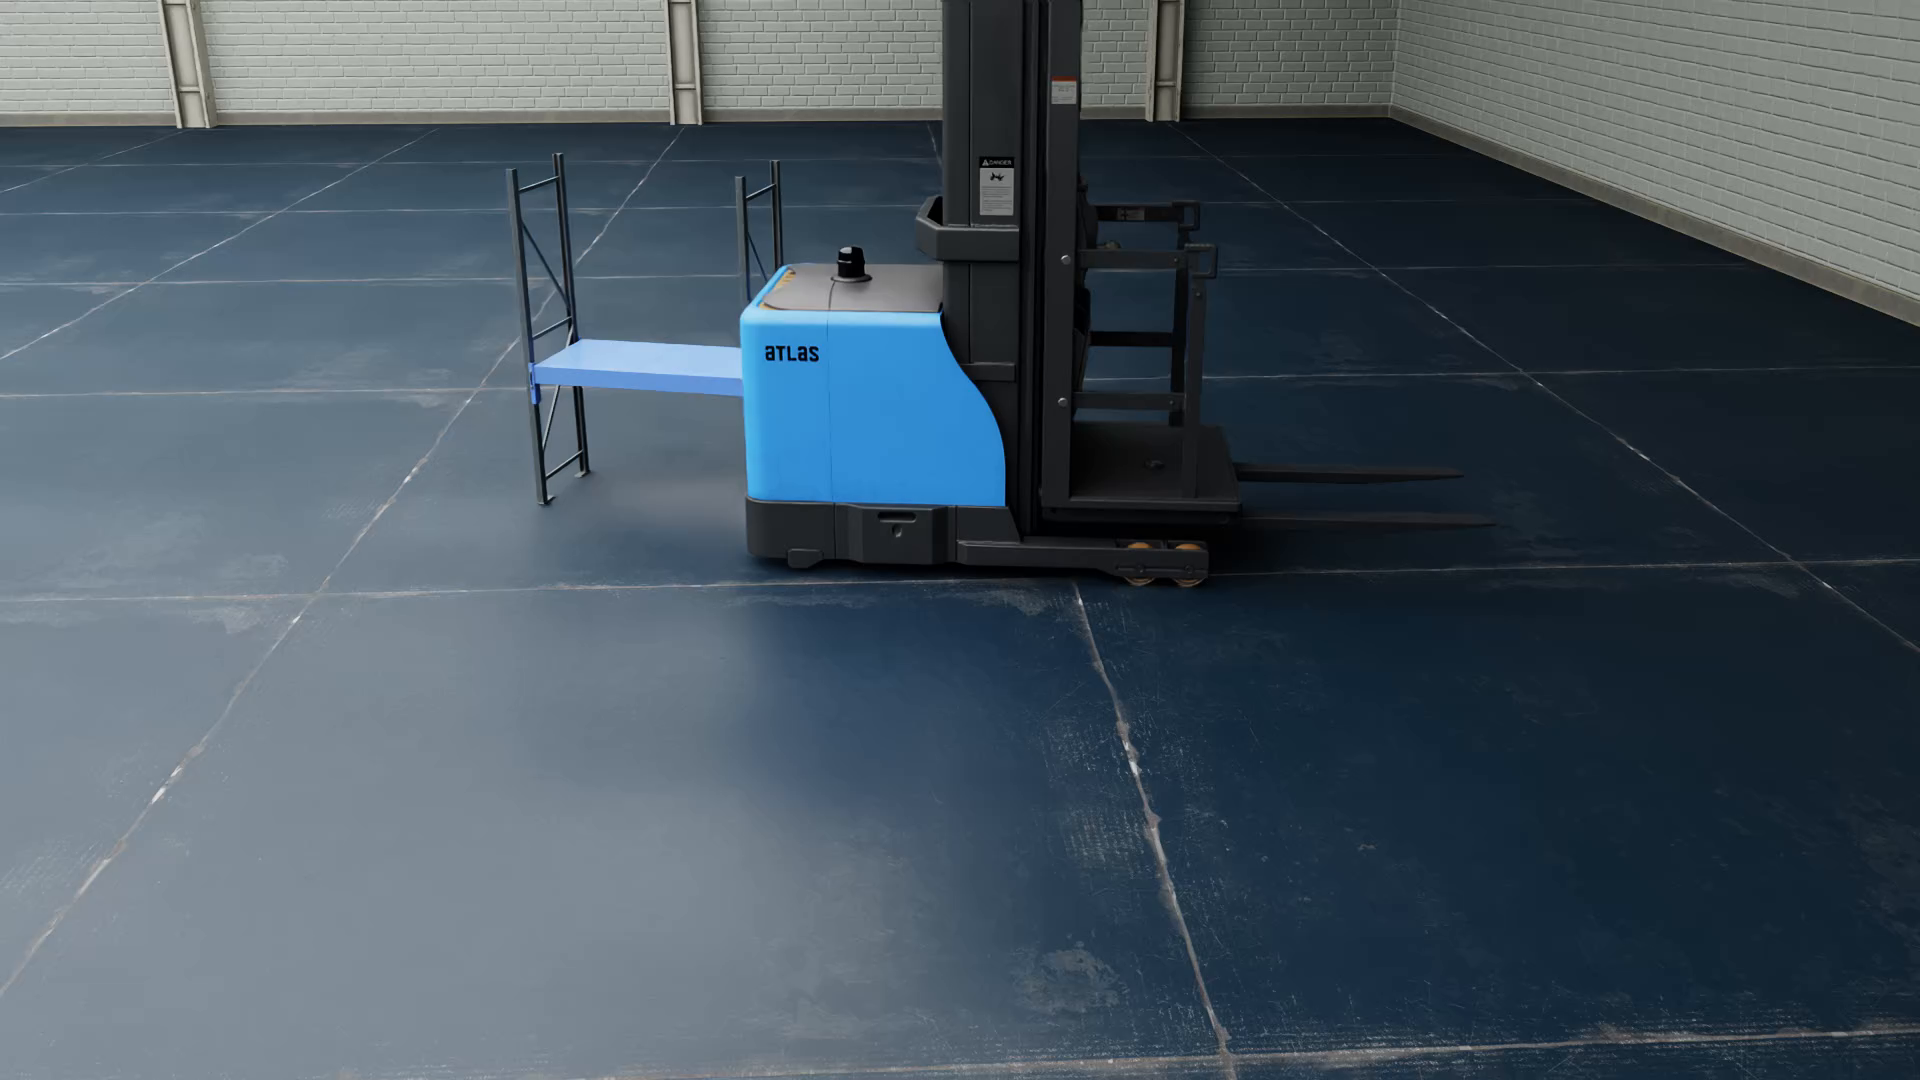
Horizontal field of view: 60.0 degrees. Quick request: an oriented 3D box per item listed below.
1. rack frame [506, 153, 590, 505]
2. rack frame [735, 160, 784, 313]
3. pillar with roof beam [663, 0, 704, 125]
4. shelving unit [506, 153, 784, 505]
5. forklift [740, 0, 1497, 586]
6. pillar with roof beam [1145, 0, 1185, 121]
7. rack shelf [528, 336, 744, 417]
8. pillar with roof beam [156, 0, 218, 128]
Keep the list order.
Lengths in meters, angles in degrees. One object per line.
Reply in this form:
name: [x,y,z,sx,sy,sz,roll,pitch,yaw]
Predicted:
rack frame: [-1.848,-0.946,7.499,0.032,1.500,0.500,4,21,11]
rack frame: [-0.854,-0.870,7.298,0.032,1.500,0.500,4,21,11]
pillar with roof beam: [-3.169,-7.903,15.231,0.400,9.000,9.100,-1,21,-3]
shelving unit: [-1.351,-0.908,7.399,1.048,1.500,0.538,4,21,11]
forklift: [0.667,-1.382,6.631,3.031,2.935,1.130,1,21,4]
pillar with roof beam: [2.821,-8.025,15.552,0.400,9.000,9.100,-1,21,-3]
rack shelf: [-1.351,-0.740,7.463,1.000,0.185,0.538,4,21,11]
pillar with roof beam: [-9.159,-7.781,14.911,0.400,9.000,9.100,-1,21,-3]
